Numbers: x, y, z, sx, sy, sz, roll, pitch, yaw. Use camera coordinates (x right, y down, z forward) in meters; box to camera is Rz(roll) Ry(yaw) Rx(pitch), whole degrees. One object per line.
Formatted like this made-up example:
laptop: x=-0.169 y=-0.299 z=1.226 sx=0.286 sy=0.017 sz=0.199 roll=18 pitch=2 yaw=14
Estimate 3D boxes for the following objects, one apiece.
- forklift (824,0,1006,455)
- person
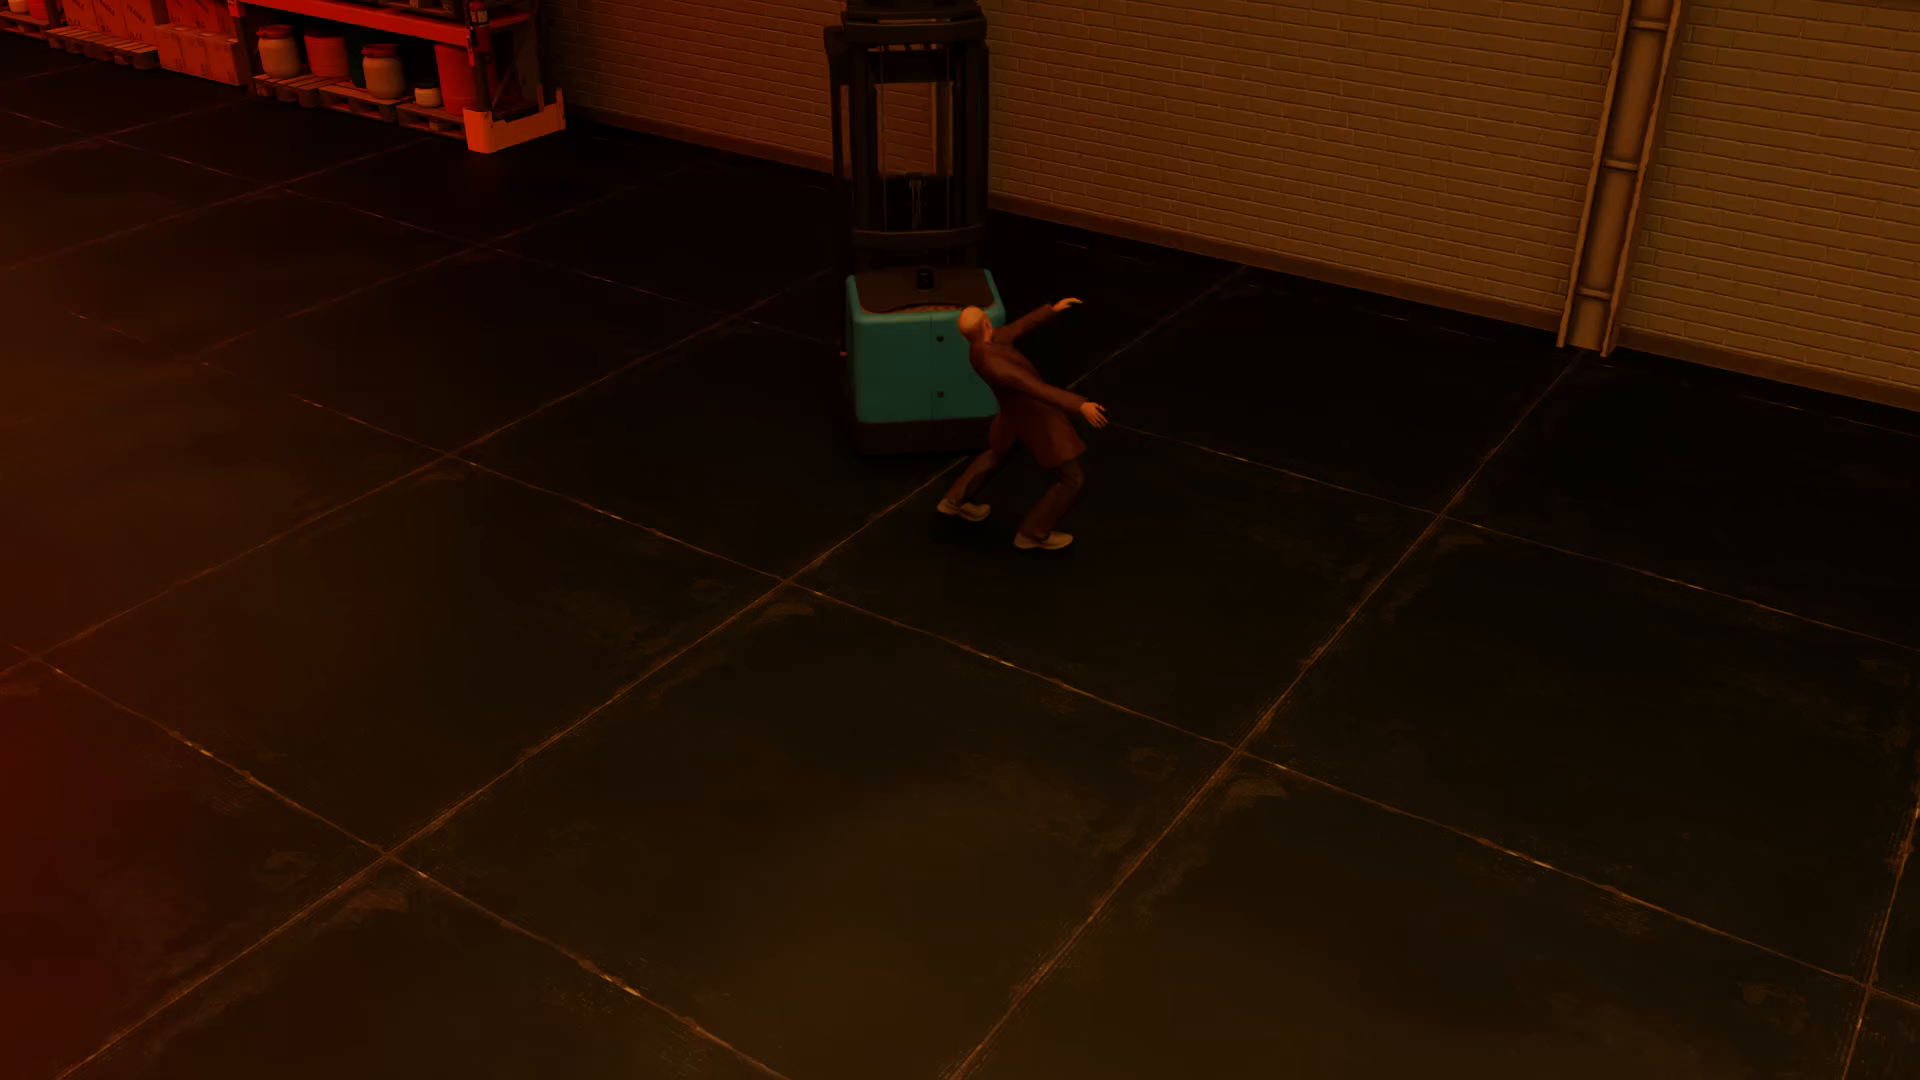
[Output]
forklift: x=-0.376 y=-2.564 z=11.997 sx=1.130 sy=2.935 sz=3.031 roll=-4 pitch=30 yaw=-6
person: x=0.469 y=-0.650 z=10.069 sx=0.835 sy=1.537 sz=1.065 roll=-20 pitch=36 yaw=-30
